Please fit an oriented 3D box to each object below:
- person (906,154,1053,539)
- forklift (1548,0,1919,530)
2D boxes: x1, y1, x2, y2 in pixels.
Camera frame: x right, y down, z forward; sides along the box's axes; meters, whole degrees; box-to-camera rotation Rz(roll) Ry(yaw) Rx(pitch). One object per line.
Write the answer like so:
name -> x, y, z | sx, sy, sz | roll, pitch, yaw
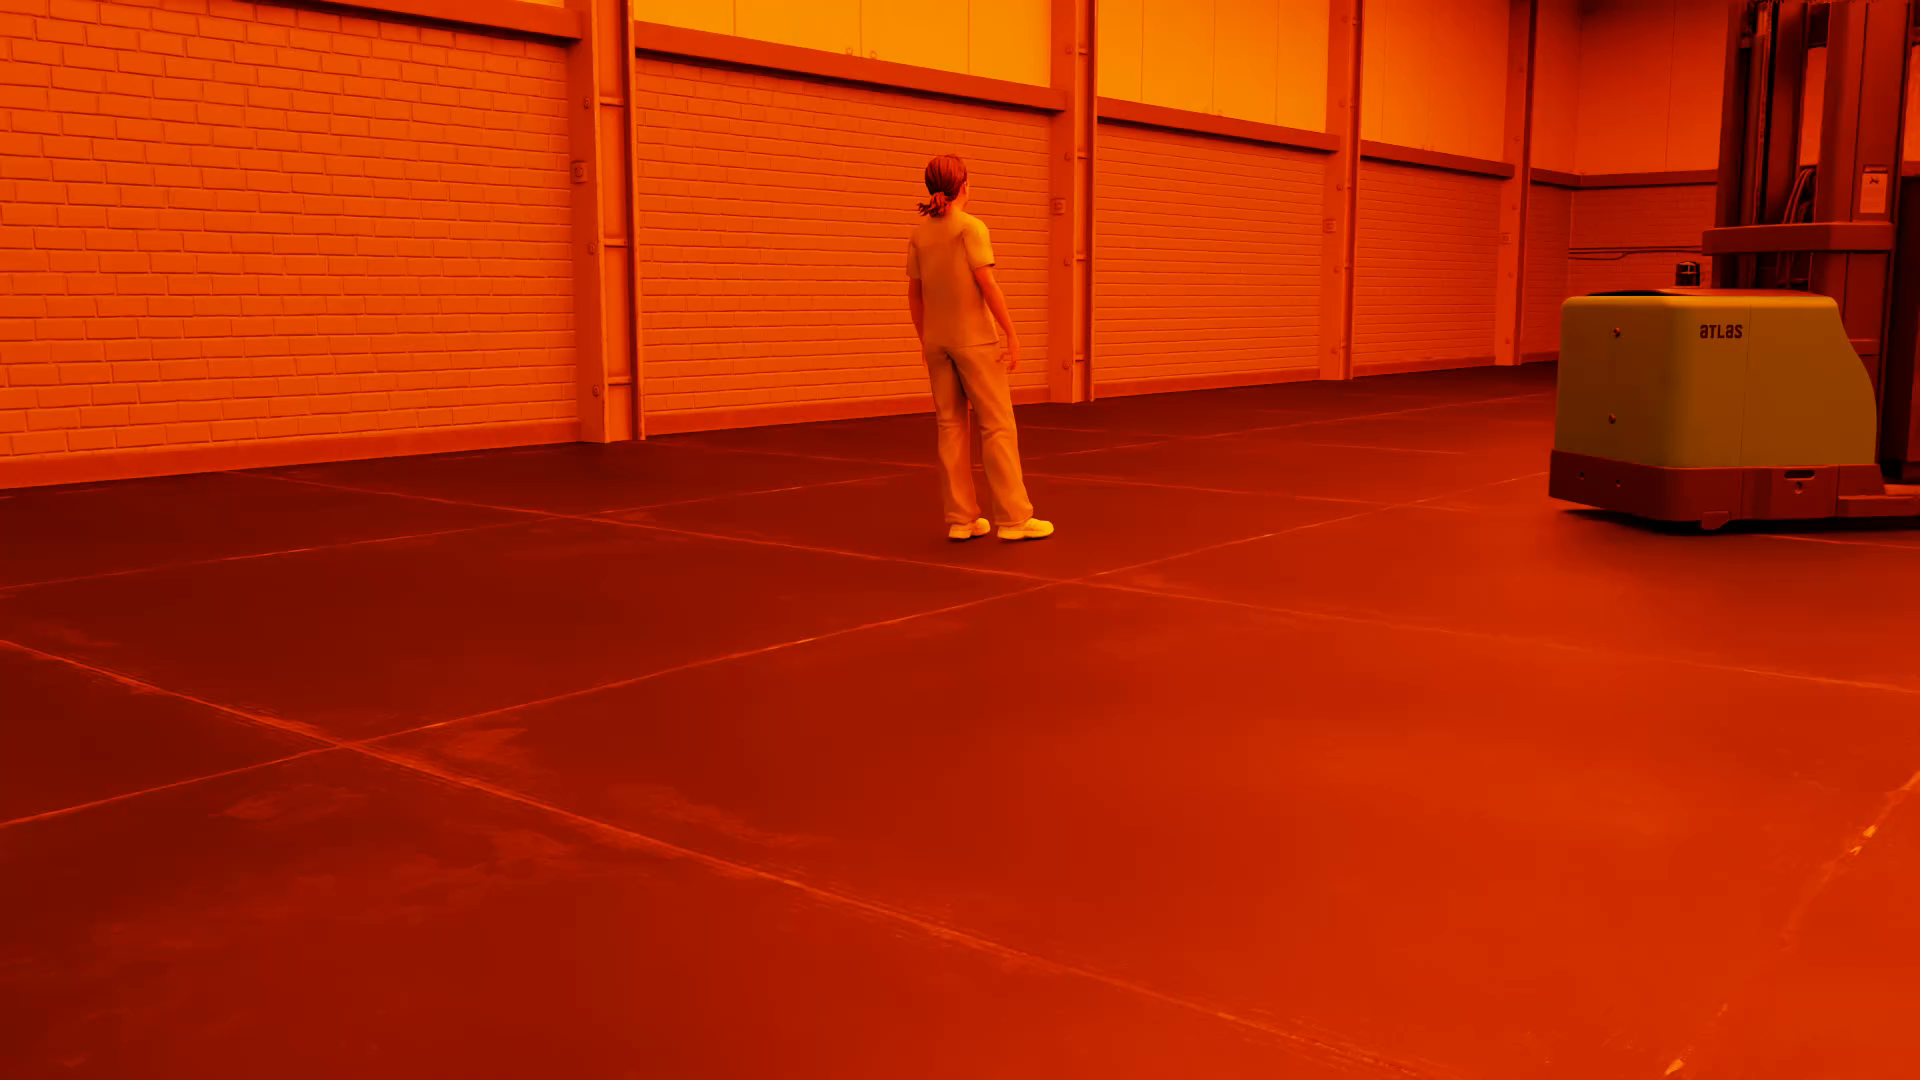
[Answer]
person -> 0.057, -0.844, 7.331 | 0.549, 1.673, 0.548 | 7, 11, 38
forklift -> 4.544, -1.576, 8.052 | 3.031, 2.935, 1.130 | -2, 8, -11
